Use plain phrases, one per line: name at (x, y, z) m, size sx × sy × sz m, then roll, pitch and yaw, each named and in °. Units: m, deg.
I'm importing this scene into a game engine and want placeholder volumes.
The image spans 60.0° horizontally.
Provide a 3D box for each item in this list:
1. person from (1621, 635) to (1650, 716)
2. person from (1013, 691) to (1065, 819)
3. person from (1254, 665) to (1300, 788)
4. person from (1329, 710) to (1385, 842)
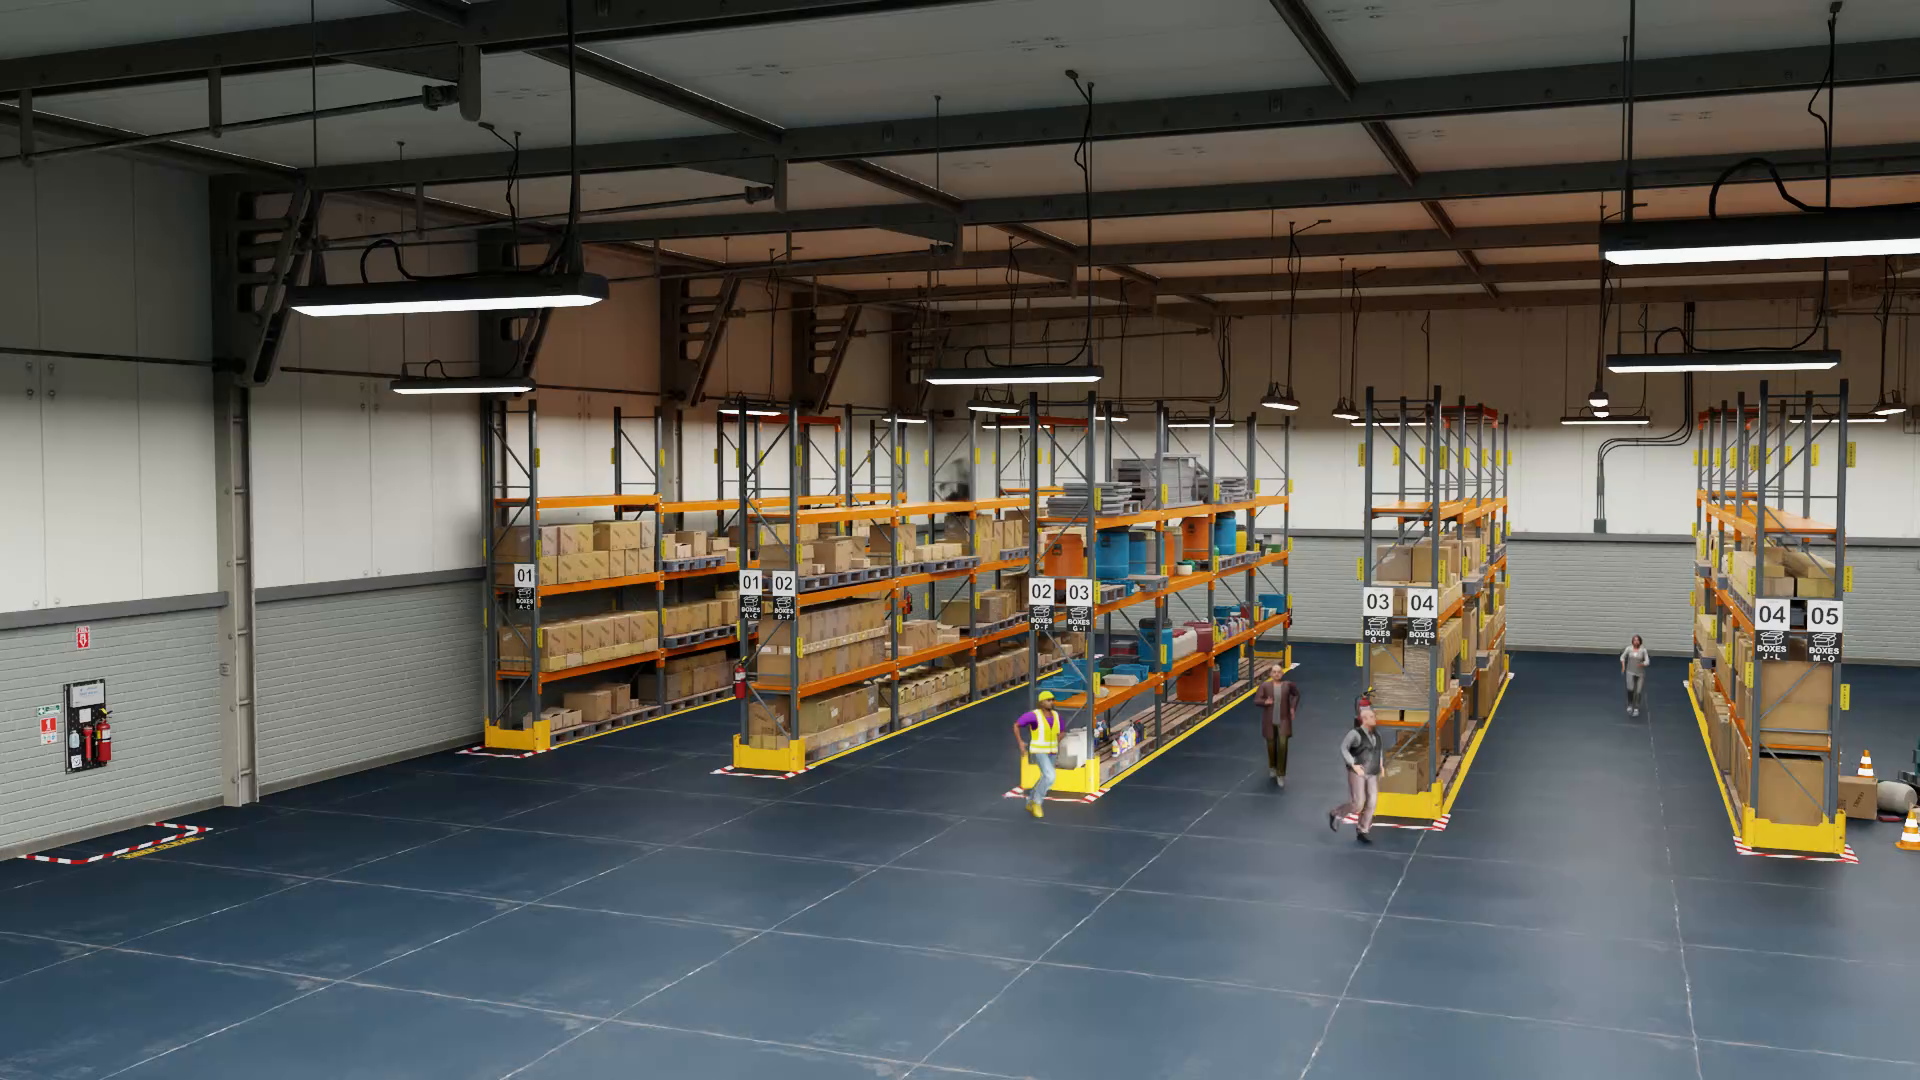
person at (13.033, 2.660, 32.115) m, size 0.513 × 1.474 × 0.639 m, roll 1°, pitch 3°, yaw 20°
person at (1.182, 2.986, 23.228) m, size 0.691 × 1.758 × 0.648 m, roll -2°, pitch 4°, yaw -41°
person at (4.860, 2.828, 25.595) m, size 0.671 × 1.819 × 0.909 m, roll 1°, pitch 3°, yaw 13°
person at (5.323, 3.082, 21.952) m, size 0.713 × 1.683 × 0.696 m, roll -2°, pitch 3°, yaw -31°
